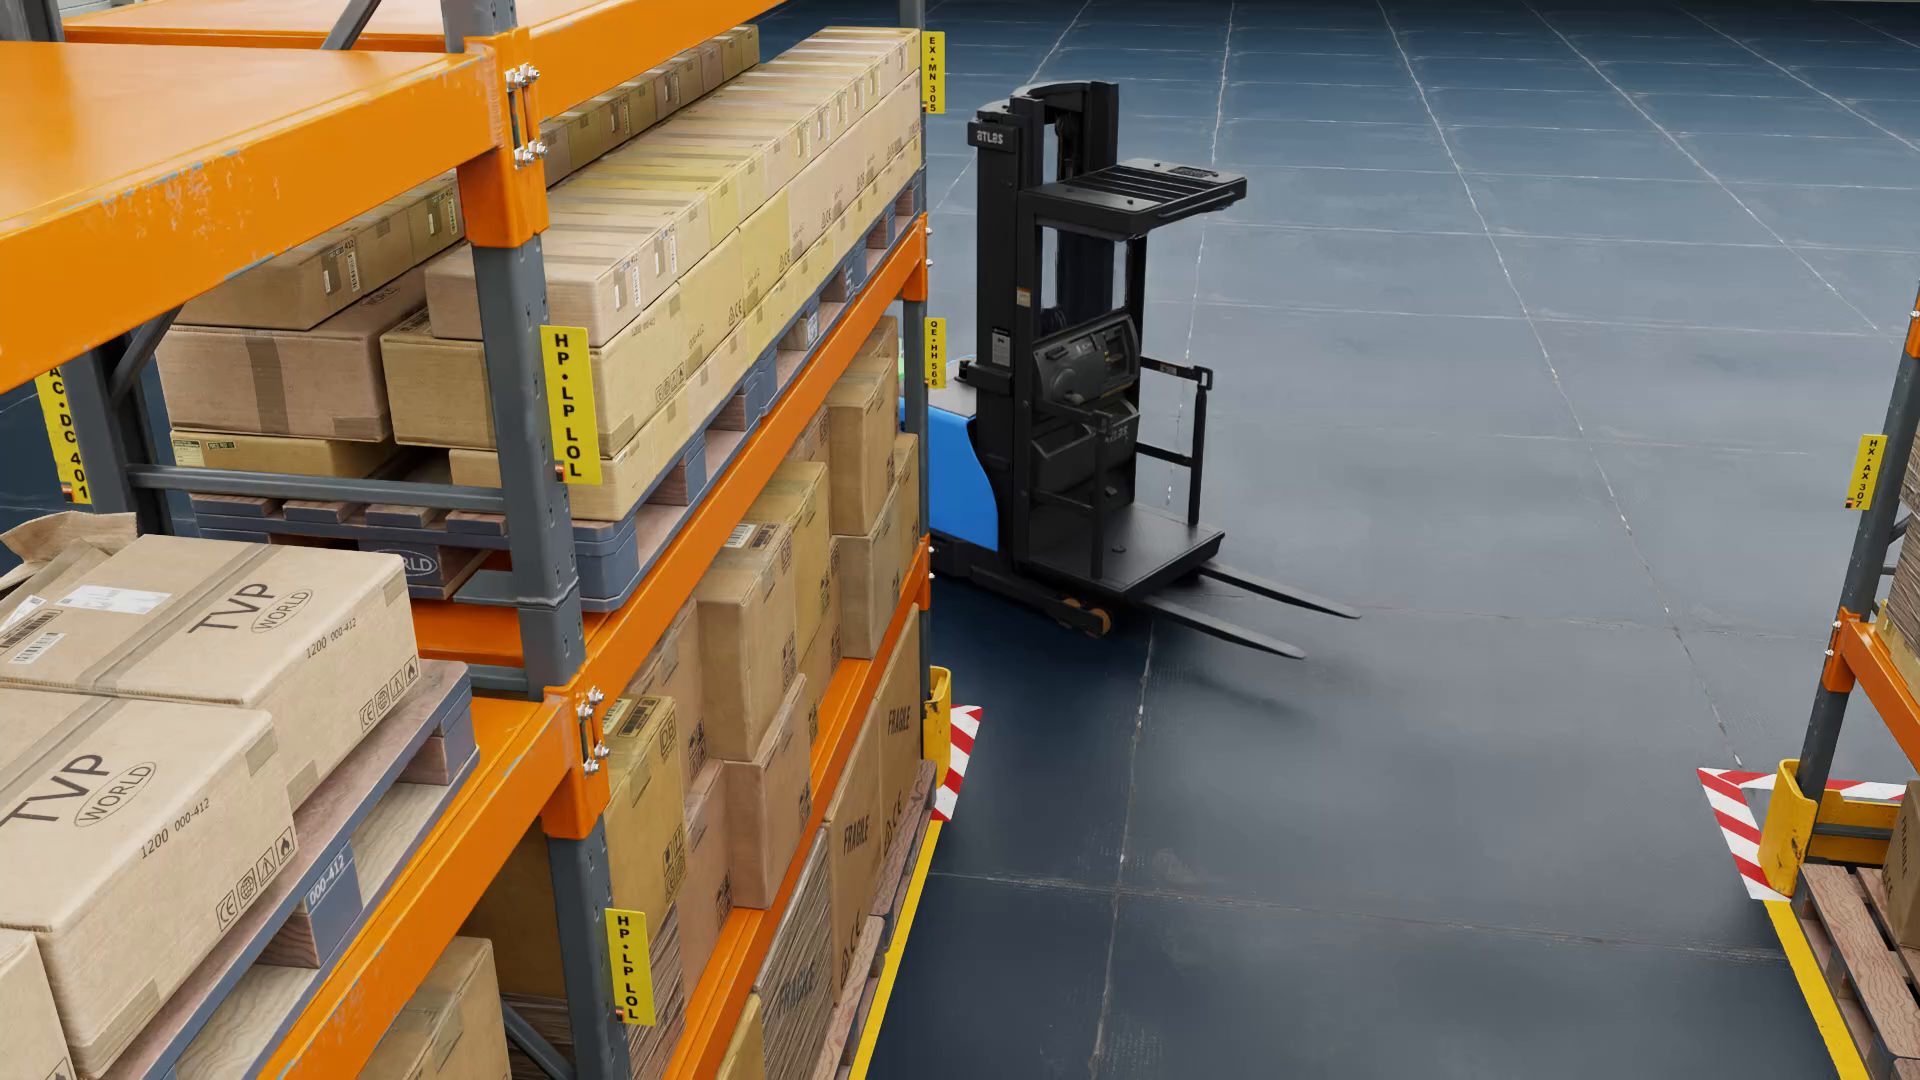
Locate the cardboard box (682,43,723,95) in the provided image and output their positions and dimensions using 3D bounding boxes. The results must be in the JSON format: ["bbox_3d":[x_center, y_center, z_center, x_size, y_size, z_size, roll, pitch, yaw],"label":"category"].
[{"bbox_3d":[-1.097,-1.744,6.141,0.380,0.149,0.250,4,25,8],"label":"cardboard box"}]

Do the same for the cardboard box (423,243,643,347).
[{"bbox_3d":[-0.904,-0.529,3.545,0.380,0.149,0.250,4,25,9],"label":"cardboard box"}]

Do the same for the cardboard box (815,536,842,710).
[{"bbox_3d":[-0.945,0.316,6.360,0.875,0.550,0.550,4,25,9],"label":"cardboard box"}]

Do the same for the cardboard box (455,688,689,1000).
[{"bbox_3d":[-1.205,0.732,4.196,0.875,0.550,0.550,4,25,9],"label":"cardboard box"}]

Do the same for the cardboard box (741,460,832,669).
[{"bbox_3d":[-0.927,0.056,5.642,0.875,0.550,0.500,4,25,9],"label":"cardboard box"}]

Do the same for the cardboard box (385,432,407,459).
[{"bbox_3d":[-1.514,-0.319,4.037,0.380,0.149,0.250,4,25,9],"label":"cardboard box"}]

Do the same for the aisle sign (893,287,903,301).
[{"bbox_3d":[-0.338,-1.418,7.174,0.394,0.787,0.004,4,25,9],"label":"aisle sign"}]

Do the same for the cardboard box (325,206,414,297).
[{"bbox_3d":[-1.512,-0.681,3.870,0.380,0.149,0.250,4,25,8],"label":"cardboard box"}]

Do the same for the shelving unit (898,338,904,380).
[{"bbox_3d":[-0.463,-0.642,10.707,0.258,1.200,0.503,20,31,36],"label":"shelving unit"}]

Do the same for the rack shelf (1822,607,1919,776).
[{"bbox_3d":[3.905,1.317,5.247,1.077,0.370,4.000,4,25,9],"label":"rack shelf"}]

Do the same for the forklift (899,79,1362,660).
[{"bbox_3d":[0.894,-1.017,9.465,3.031,2.935,1.130,20,32,36],"label":"forklift"}]

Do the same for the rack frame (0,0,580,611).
[{"bbox_3d":[-1.299,-1.276,2.861,1.000,3.000,0.127,4,25,9],"label":"rack frame"}]

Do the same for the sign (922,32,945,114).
[{"bbox_3d":[-0.112,-1.912,6.807,0.100,0.325,0.005,4,25,9],"label":"sign"}]

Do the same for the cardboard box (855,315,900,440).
[{"bbox_3d":[-0.744,-0.636,7.120,0.875,0.550,0.550,4,25,9],"label":"cardboard box"}]

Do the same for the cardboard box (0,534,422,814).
[{"bbox_3d":[-1.257,0.222,2.763,0.500,0.250,0.500,4,25,9],"label":"cardboard box"}]

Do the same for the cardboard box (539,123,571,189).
[{"bbox_3d":[-1.347,-1.103,4.772,0.380,0.149,0.250,4,25,8],"label":"cardboard box"}]

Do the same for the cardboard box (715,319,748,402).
[{"bbox_3d":[-0.780,-0.485,4.393,0.380,0.149,0.250,4,25,8],"label":"cardboard box"}]

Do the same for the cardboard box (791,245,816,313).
[{"bbox_3d":[-0.656,-0.804,5.074,0.380,0.149,0.250,4,25,9],"label":"cardboard box"}]

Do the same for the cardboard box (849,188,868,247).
[{"bbox_3d":[-0.532,-1.123,5.757,0.380,0.149,0.250,4,25,8],"label":"cardboard box"}]

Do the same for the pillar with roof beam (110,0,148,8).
[{"bbox_3d":[-5.238,-8.083,17.405,9.100,9.000,0.400,4,25,9],"label":"pillar with roof beam"}]

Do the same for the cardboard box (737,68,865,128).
[{"bbox_3d":[-0.533,-1.484,5.587,0.380,0.149,0.250,4,25,9],"label":"cardboard box"}]

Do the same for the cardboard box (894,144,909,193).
[{"bbox_3d":[-0.407,-1.444,6.441,0.380,0.149,0.250,4,25,9],"label":"cardboard box"}]

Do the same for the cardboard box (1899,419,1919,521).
[{"bbox_3d":[3.873,-0.267,6.135,0.500,0.500,0.500,4,25,9],"label":"cardboard box"}]

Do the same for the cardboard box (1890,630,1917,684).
[{"bbox_3d":[3.890,0.474,6.495,0.380,0.149,0.250,4,25,9],"label":"cardboard box"}]

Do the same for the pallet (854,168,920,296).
[{"bbox_3d":[-0.756,-1.239,6.425,1.003,0.211,1.213,4,25,9],"label":"pallet"}]

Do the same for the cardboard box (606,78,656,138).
[{"bbox_3d":[-1.223,-1.424,5.458,0.380,0.149,0.250,4,25,8],"label":"cardboard box"}]

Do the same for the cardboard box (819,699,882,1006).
[{"bbox_3d":[-0.833,1.197,6.666,0.875,0.875,0.875,4,25,8],"label":"cardboard box"}]

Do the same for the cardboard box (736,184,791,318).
[{"bbox_3d":[-0.780,-0.827,4.652,0.500,0.250,0.500,4,25,8],"label":"cardboard box"}]

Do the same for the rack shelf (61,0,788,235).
[{"bbox_3d":[-0.972,-1.605,4.885,1.077,0.370,4.000,4,25,9],"label":"rack shelf"}]

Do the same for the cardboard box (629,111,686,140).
[{"bbox_3d":[-1.141,-1.285,5.631,0.500,0.250,0.500,4,25,8],"label":"cardboard box"}]

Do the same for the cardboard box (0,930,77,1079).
[{"bbox_3d":[-1.369,0.636,1.806,0.500,0.311,0.500,3,25,7],"label":"cardboard box"}]

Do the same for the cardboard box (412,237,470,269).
[{"bbox_3d":[-1.389,-0.655,4.285,0.500,0.250,0.500,4,25,8],"label":"cardboard box"}]

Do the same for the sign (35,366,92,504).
[{"bbox_3d":[-1.847,-0.225,3.451,0.100,0.325,0.005,4,25,9],"label":"sign"}]

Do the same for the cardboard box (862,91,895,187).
[{"bbox_3d":[-0.532,-1.459,6.003,0.500,0.250,0.500,4,25,9],"label":"cardboard box"}]

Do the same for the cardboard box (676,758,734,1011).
[{"bbox_3d":[-1.183,0.987,4.927,0.875,0.550,0.550,4,25,9],"label":"cardboard box"}]

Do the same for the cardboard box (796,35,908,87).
[{"bbox_3d":[-0.408,-1.804,6.270,0.380,0.149,0.250,4,25,9],"label":"cardboard box"}]

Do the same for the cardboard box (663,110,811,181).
[{"bbox_3d":[-0.656,-1.165,4.905,0.380,0.149,0.250,4,25,8],"label":"cardboard box"}]

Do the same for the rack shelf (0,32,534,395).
[{"bbox_3d":[-1.626,0.068,1.311,1.077,0.370,4.000,4,25,9],"label":"rack shelf"}]

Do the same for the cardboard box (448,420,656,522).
[{"bbox_3d":[-0.904,-0.167,3.714,0.380,0.149,0.250,4,25,8],"label":"cardboard box"}]

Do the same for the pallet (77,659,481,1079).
[{"bbox_3d":[-1.400,0.556,2.710,0.805,0.209,1.217,3,25,6],"label":"pallet"}]

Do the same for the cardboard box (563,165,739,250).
[{"bbox_3d":[-0.781,-0.847,4.226,0.380,0.149,0.250,4,25,8],"label":"cardboard box"}]
